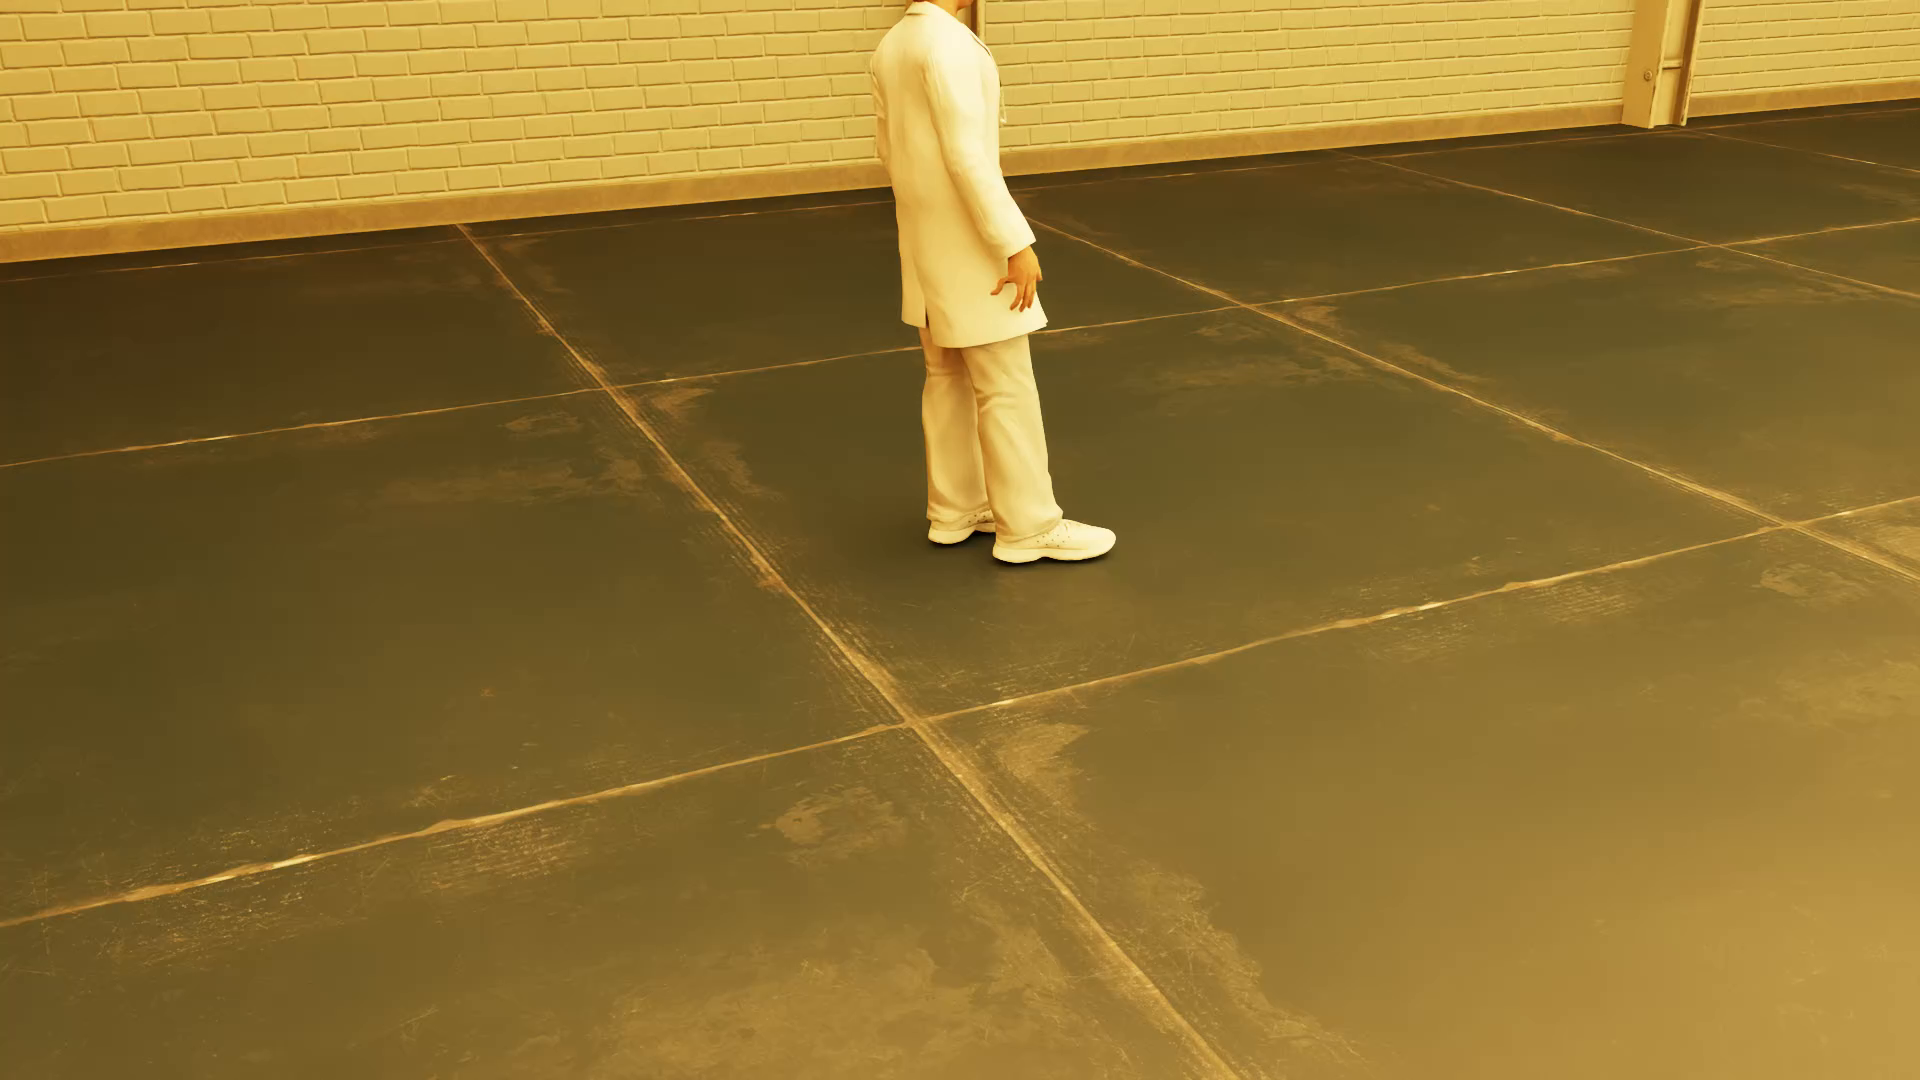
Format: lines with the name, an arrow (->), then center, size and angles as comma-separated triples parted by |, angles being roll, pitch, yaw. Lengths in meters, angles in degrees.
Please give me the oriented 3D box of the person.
person -> 0.084, -0.840, 4.794 | 0.581, 1.775, 0.696 | -10, 25, -23
